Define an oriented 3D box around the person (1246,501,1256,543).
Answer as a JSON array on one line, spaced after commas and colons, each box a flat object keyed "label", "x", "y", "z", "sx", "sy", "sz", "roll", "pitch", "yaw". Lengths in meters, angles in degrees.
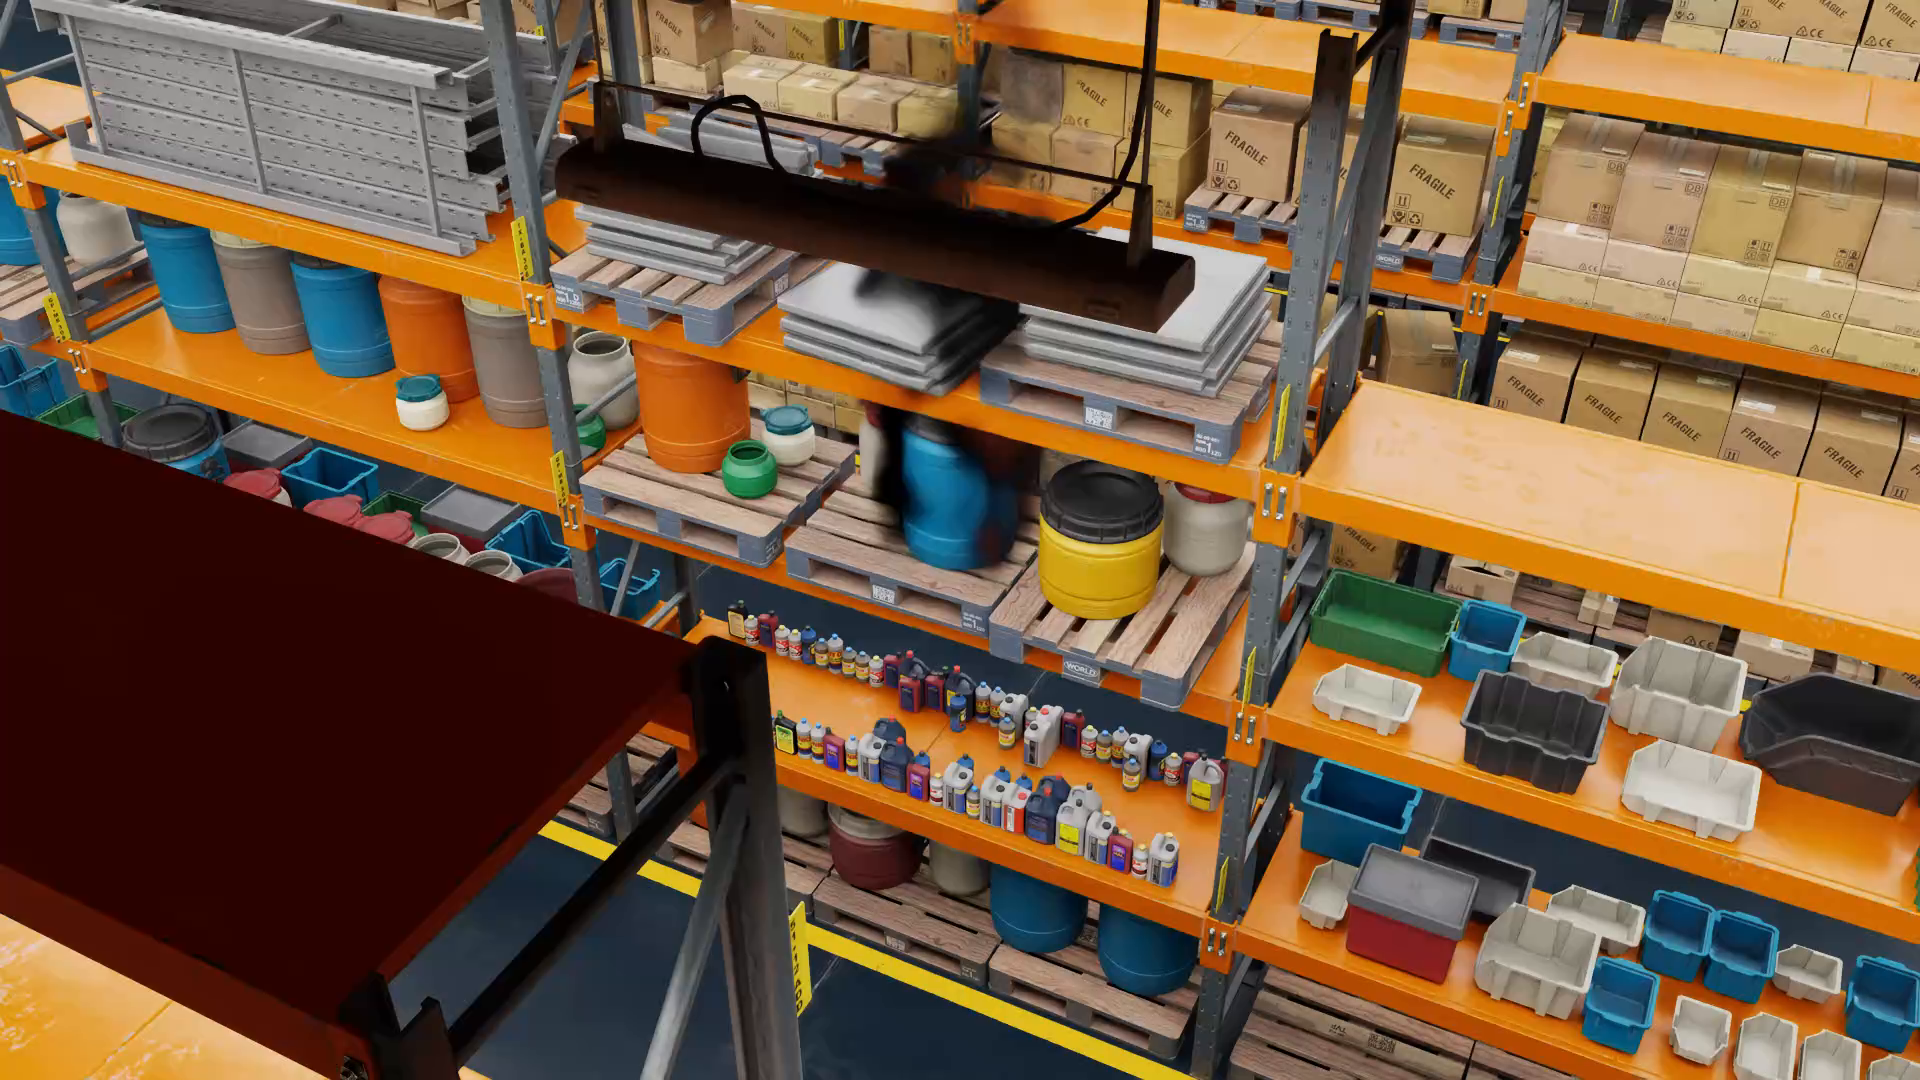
[{"label": "person", "x": 1.879, "y": 0.162, "z": 11.597, "sx": 0.654, "sy": 1.583, "sz": 0.539, "roll": 8, "pitch": 36, "yaw": 11}]
